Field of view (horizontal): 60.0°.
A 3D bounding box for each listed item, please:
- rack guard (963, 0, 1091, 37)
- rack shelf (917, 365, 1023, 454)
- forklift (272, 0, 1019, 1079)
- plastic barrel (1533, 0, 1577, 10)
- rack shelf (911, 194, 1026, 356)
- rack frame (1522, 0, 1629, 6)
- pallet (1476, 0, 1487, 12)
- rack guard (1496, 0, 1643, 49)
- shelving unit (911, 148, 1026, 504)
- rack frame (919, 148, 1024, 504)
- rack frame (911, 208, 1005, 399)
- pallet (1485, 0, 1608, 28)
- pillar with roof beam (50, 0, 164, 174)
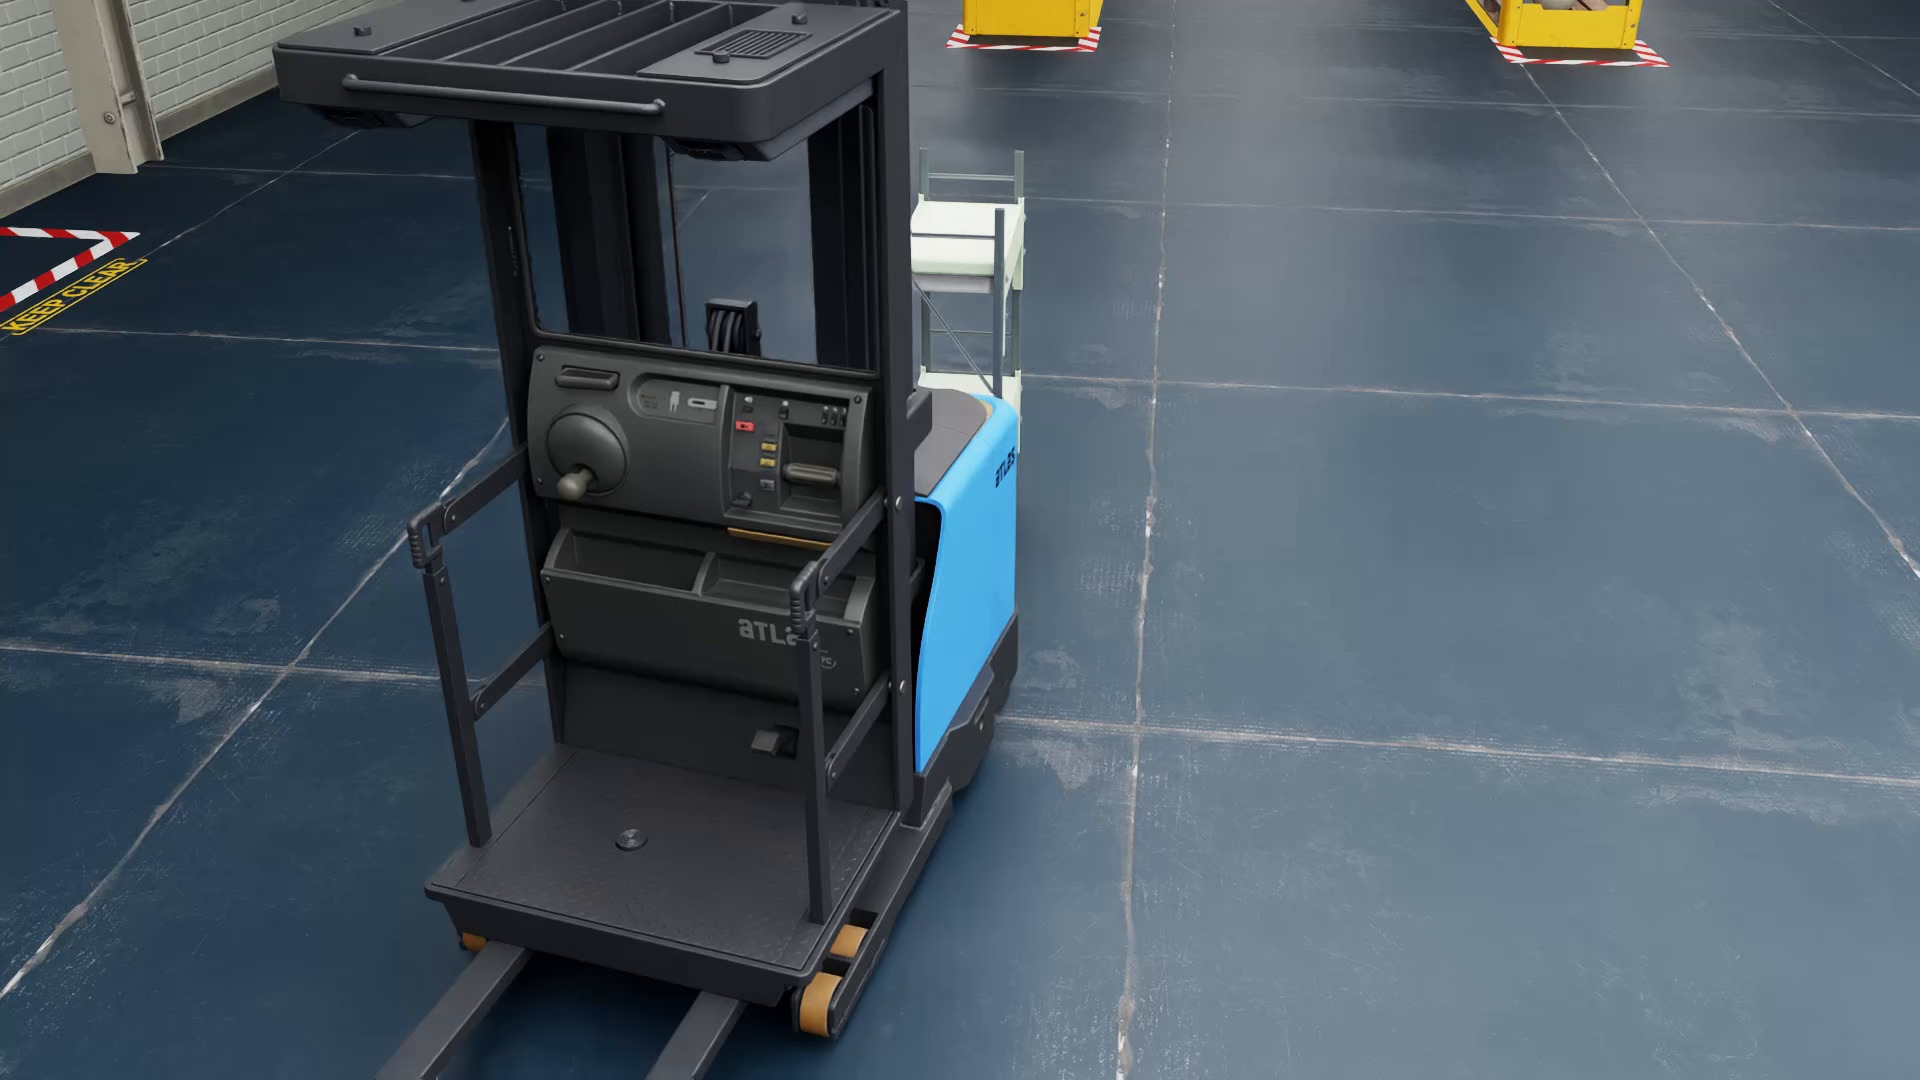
[{"bbox_3d":[0.622,-4.981,15.469,1.175,0.500,0.348,3,28,6],"label":"rack guard"},{"bbox_3d":[-0.001,-0.370,6.543,0.431,0.370,0.720,3,28,6],"label":"rack shelf"},{"bbox_3d":[-0.740,-0.209,4.048,1.130,2.935,3.031,9,30,16],"label":"forklift"},{"bbox_3d":[5.546,-5.207,15.433,0.421,0.512,0.421,0,28,0],"label":"plastic barrel"},{"bbox_3d":[-0.001,-1.001,6.203,0.431,0.370,0.720,3,28,6],"label":"rack shelf"},{"bbox_3d":[5.541,-5.803,14.360,1.000,3.000,0.127,3,28,6],"label":"rack frame"},{"bbox_3d":[5.760,-5.569,16.865,1.003,0.211,1.213,3,28,6],"label":"pallet"},{"bbox_3d":[5.503,-4.741,15.024,1.175,0.500,0.348,3,28,6],"label":"rack guard"},{"bbox_3d":[-0.001,-0.657,6.388,0.431,1.500,0.755,3,28,6],"label":"shelving unit"},{"bbox_3d":[0.044,-0.829,6.708,0.400,1.500,0.023,3,28,6],"label":"rack frame"},{"bbox_3d":[-0.046,-0.485,6.069,0.400,1.500,0.023,3,28,6],"label":"rack frame"},{"bbox_3d":[5.608,-4.996,15.802,1.003,0.211,1.213,3,28,6],"label":"pallet"},{"bbox_3d":[-1.527,-6.326,9.004,9.100,9.000,0.400,3,28,6],"label":"pillar with roof beam"}]
